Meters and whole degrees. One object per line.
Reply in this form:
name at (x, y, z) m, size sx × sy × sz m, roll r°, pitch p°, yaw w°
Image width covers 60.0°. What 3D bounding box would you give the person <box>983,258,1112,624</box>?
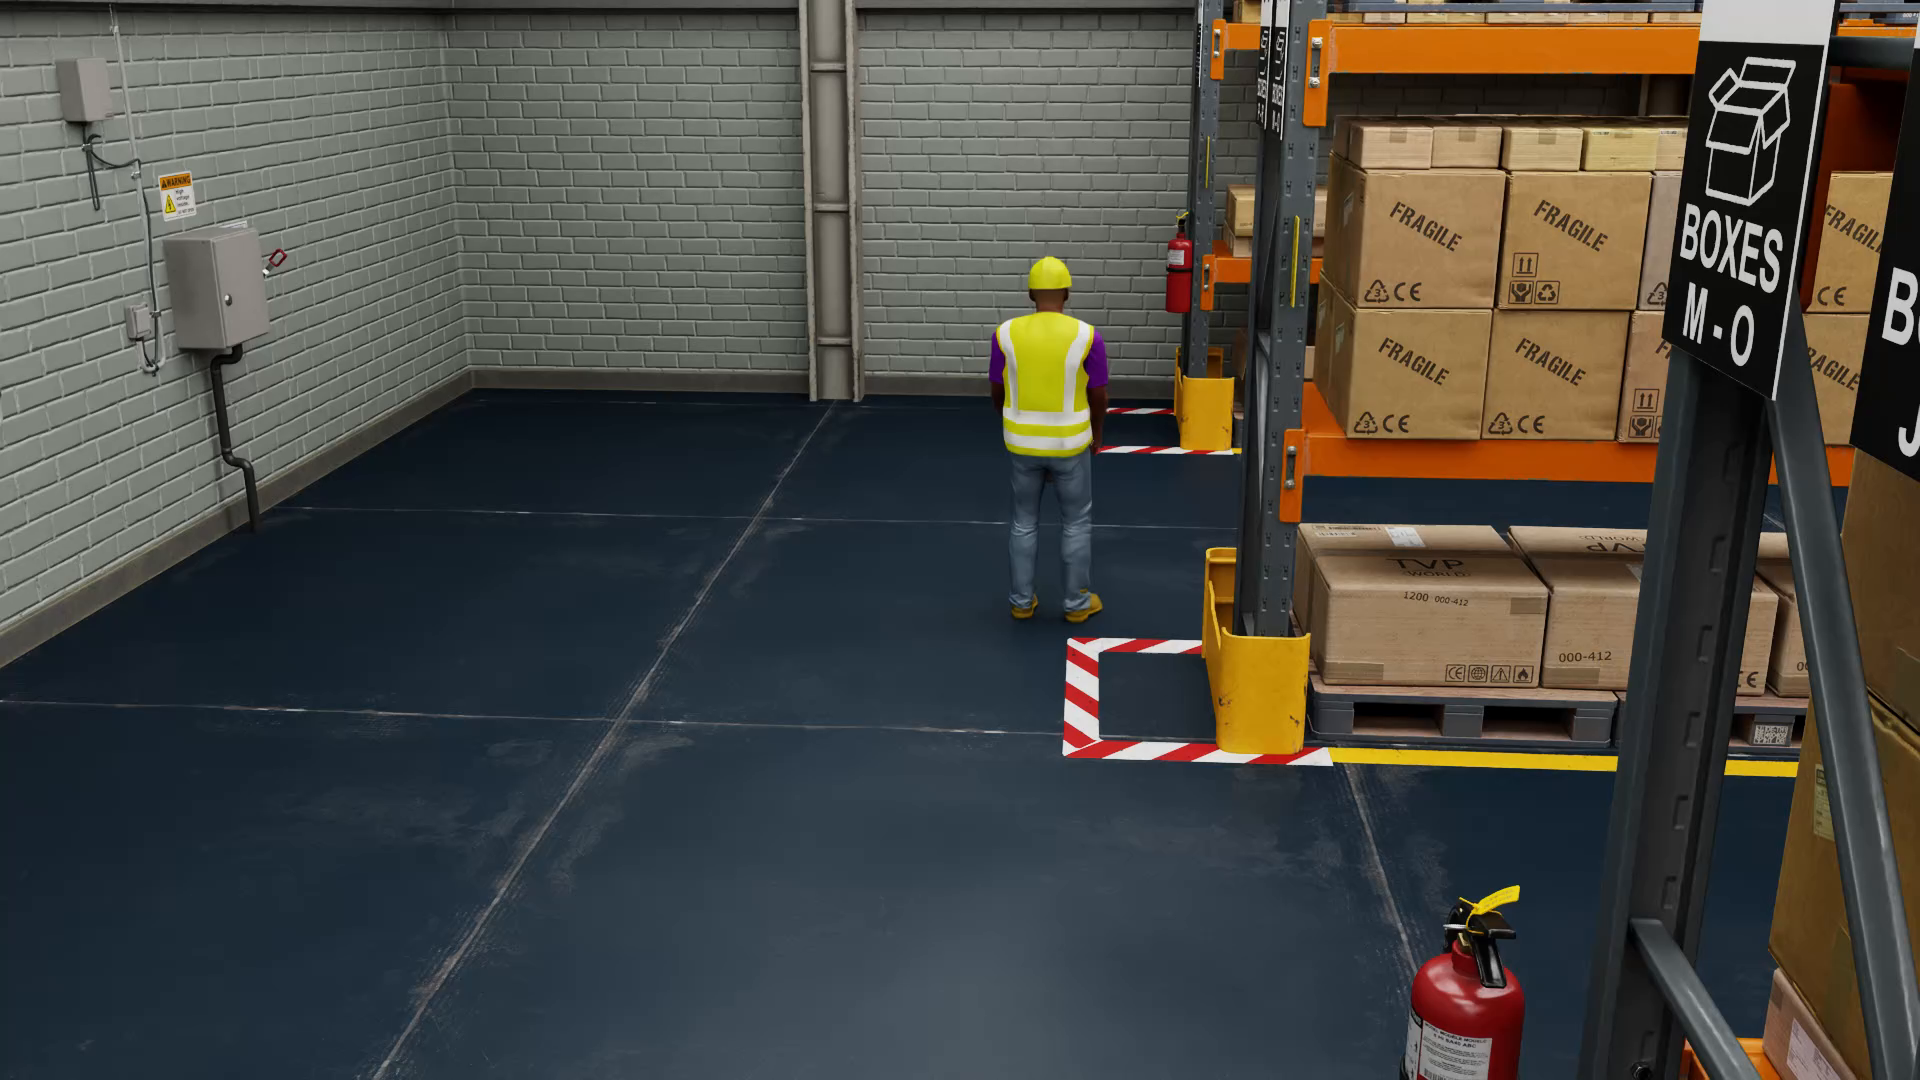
person at (0.425, -0.473, 8.036) m, size 0.621 × 1.756 × 0.461 m, roll 4°, pitch 18°, yaw 13°
